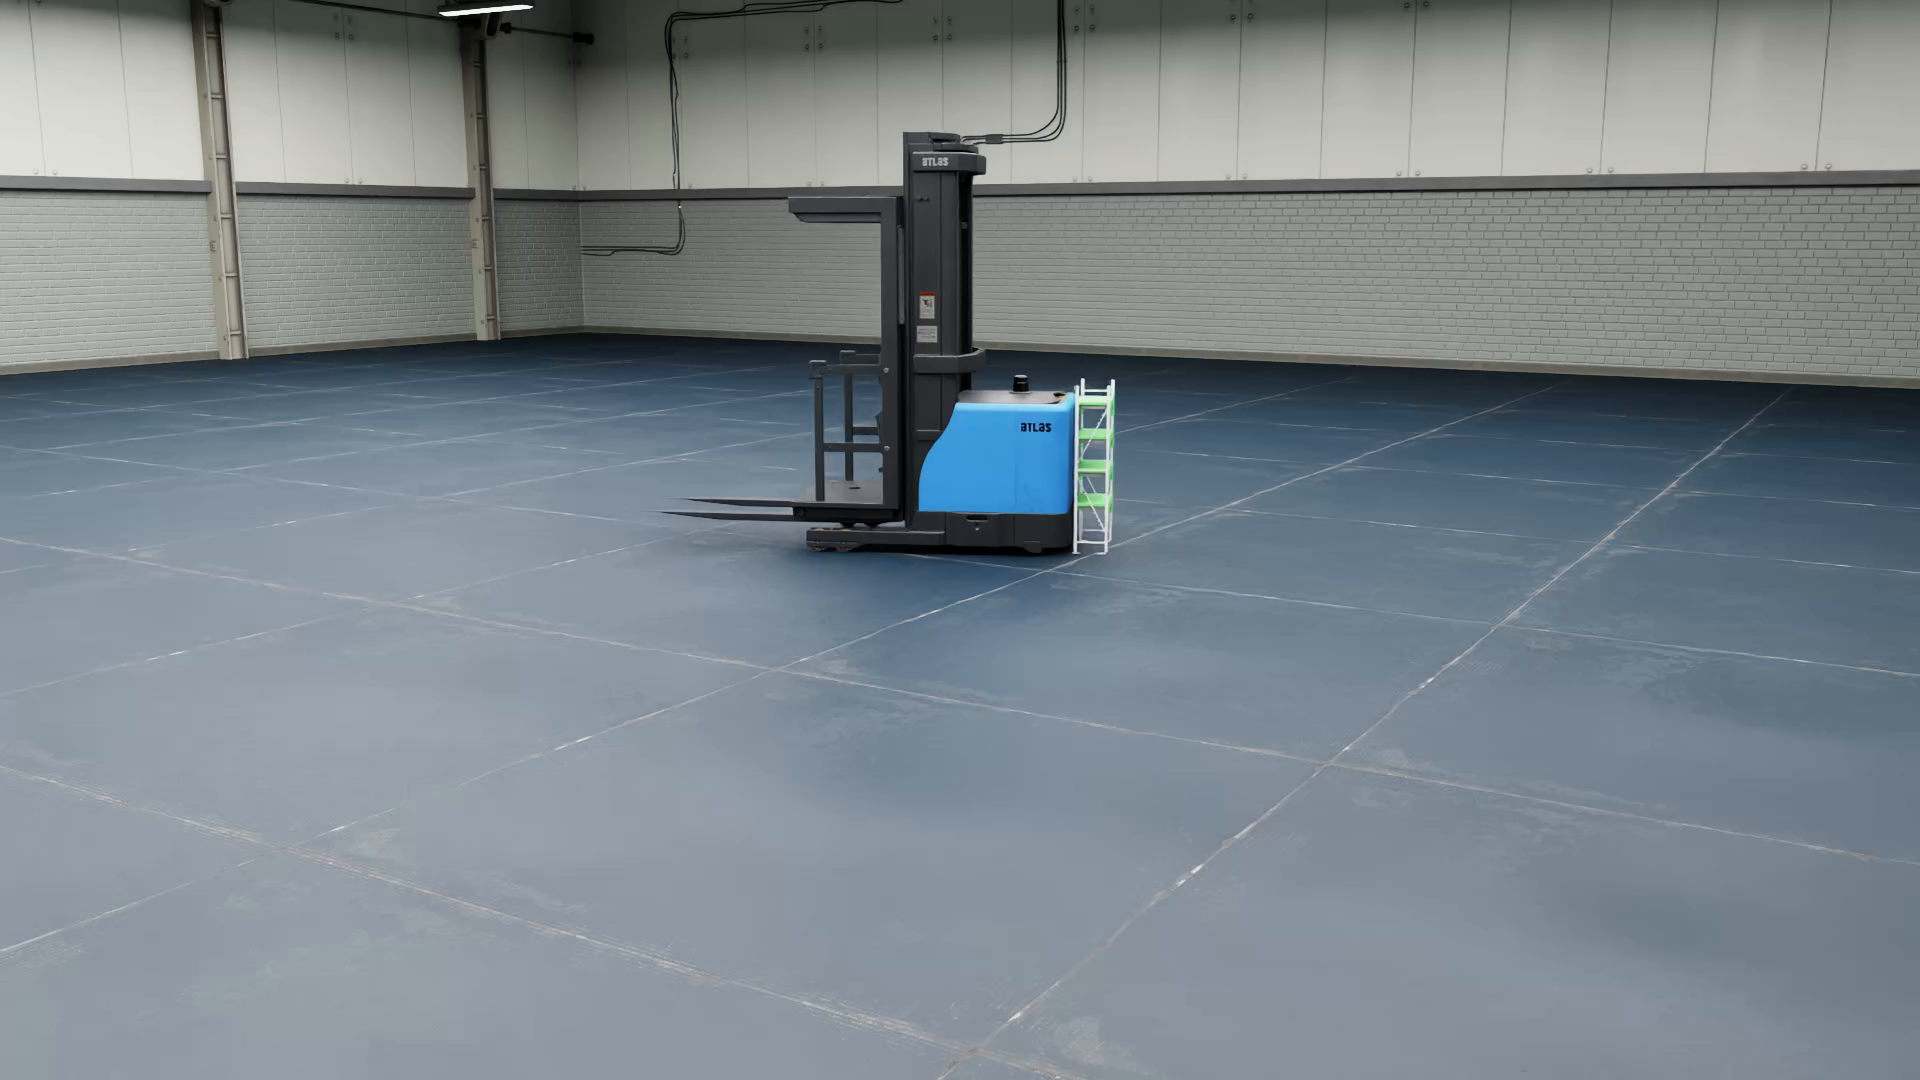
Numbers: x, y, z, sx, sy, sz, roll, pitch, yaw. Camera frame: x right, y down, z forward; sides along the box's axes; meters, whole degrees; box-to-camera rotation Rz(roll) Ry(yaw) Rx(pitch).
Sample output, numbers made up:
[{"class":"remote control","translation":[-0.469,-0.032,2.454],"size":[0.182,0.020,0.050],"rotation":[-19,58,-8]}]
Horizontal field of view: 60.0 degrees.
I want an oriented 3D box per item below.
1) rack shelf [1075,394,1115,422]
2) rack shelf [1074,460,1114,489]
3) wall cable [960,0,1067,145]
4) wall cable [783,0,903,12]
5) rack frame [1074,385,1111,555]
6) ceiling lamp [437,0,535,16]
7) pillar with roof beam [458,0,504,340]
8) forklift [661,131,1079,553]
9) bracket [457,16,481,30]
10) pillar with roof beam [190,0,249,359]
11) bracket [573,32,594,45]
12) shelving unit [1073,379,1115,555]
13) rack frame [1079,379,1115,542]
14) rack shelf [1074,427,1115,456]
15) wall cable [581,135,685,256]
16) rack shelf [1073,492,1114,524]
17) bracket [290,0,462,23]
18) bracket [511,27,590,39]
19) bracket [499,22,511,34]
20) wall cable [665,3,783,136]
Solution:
[{"class":"rack shelf","translation":[0.967,-0.944,11.890],"size":[0.258,0.148,0.480],"rotation":[2,11,8]},{"class":"rack shelf","translation":[0.967,-0.472,11.978],"size":[0.258,0.148,0.480],"rotation":[2,11,8]},{"class":"wall cable","translation":[0.920,-9.708,30.527],"size":[2.305,6.003,0.169],"rotation":[6,12,31]},{"class":"wall cable","translation":[-2.229,-11.583,32.140],"size":[3.097,2.526,0.112],"rotation":[6,12,31]},{"class":"rack frame","translation":[0.931,-0.491,11.729],"size":[0.240,1.200,0.015],"rotation":[2,11,8]},{"class":"ceiling lamp","translation":[-7.792,-10.416,27.691],"size":[2.000,3.185,0.800],"rotation":[6,12,31]},{"class":"pillar with roof beam","translation":[-6.166,-8.197,31.701],"size":[9.100,9.000,0.548],"rotation":[6,12,31]},{"class":"forklift","translation":[-0.664,-1.448,12.140],"size":[3.031,2.935,1.130],"rotation":[2,11,8]},{"class":"bracket","translation":[-9.757,-10.279,33.037],"size":[0.235,0.232,0.430],"rotation":[6,12,31]},{"class":"pillar with roof beam","translation":[-9.281,-7.254,26.660],"size":[9.100,9.000,0.548],"rotation":[6,12,31]},{"class":"bracket","translation":[-8.096,-10.782,35.725],"size":[0.235,0.232,0.430],"rotation":[6,12,31]},{"class":"shelving unit","translation":[0.967,-0.535,11.966],"size":[0.258,1.200,0.503],"rotation":[2,11,8]},{"class":"rack frame","translation":[1.003,-0.580,12.204],"size":[0.240,1.200,0.015],"rotation":[2,11,8]},{"class":"rack shelf","translation":[0.967,-0.708,11.934],"size":[0.258,0.148,0.480],"rotation":[2,11,8]},{"class":"wall cable","translation":[-7.186,-7.419,35.983],"size":[3.097,2.526,0.112],"rotation":[6,12,31]},{"class":"rack shelf","translation":[0.966,-0.237,12.022],"size":[0.258,0.148,0.480],"rotation":[2,11,8]},{"class":"bracket","translation":[-11.095,-9.874,30.872],"size":[0.076,0.066,4.783],"rotation":[6,12,31]},{"class":"bracket","translation":[-8.403,-10.689,35.229],"size":[0.076,0.066,3.189],"rotation":[6,12,31]},{"class":"bracket","translation":[-9.326,-10.409,33.734],"size":[0.235,0.232,0.430],"rotation":[6,12,31]},{"class":"wall cable","translation":[-4.874,-9.643,34.138],"size":[3.097,2.526,0.112],"rotation":[6,12,31]}]
